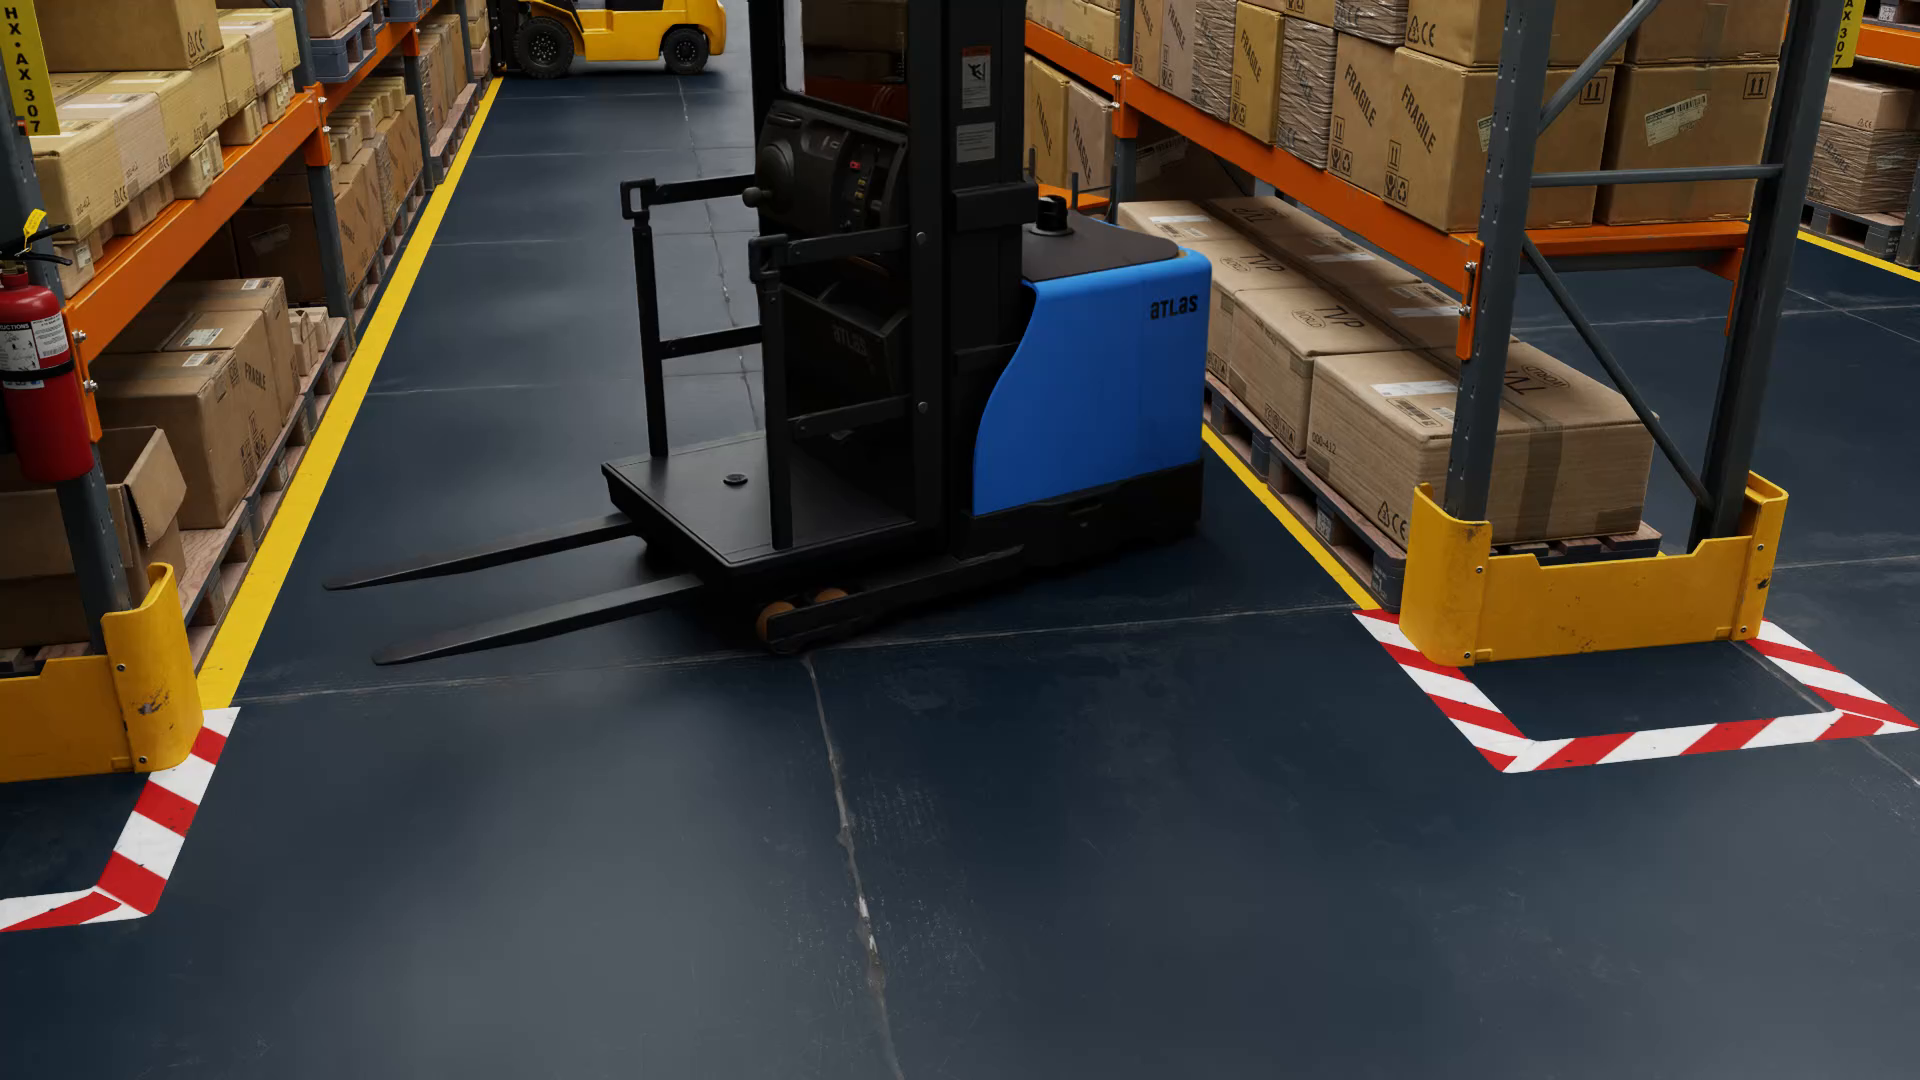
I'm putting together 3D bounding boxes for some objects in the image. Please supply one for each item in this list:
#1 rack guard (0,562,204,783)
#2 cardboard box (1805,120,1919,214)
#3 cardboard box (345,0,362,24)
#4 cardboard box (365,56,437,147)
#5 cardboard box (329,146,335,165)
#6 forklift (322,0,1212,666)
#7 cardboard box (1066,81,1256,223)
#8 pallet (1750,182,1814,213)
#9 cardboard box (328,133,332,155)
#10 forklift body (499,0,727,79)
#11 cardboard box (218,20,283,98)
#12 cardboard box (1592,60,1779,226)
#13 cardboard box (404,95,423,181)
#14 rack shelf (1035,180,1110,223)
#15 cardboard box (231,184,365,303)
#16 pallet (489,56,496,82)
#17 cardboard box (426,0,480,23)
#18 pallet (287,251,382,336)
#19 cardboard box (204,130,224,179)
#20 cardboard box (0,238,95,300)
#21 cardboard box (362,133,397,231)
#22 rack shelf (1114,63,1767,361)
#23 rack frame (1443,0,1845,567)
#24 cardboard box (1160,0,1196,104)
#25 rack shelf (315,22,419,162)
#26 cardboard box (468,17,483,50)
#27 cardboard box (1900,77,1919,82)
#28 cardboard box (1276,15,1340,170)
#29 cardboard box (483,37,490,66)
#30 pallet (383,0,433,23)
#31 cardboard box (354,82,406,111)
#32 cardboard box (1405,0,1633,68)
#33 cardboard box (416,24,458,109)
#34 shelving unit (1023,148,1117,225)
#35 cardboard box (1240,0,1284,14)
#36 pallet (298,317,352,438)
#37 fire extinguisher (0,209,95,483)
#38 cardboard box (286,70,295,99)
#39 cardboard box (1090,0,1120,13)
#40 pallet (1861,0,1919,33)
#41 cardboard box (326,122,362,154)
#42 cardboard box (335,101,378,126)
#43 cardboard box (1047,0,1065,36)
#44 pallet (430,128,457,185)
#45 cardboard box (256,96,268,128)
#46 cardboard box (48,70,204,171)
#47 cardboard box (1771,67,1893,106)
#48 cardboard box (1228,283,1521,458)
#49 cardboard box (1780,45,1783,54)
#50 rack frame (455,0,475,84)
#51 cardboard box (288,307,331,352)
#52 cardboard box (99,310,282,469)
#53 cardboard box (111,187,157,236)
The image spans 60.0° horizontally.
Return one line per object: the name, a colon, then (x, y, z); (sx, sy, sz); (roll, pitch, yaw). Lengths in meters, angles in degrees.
rack guard: (-2.830, 0.401, 4.707); (1.175, 0.500, 0.348); (-4, 24, -10)
cardboard box: (5.783, -2.382, 10.555); (0.500, 0.500, 0.500); (-5, 24, -11)
cardboard box: (-3.521, -2.937, 8.577); (0.700, 0.500, 0.500); (-4, 24, -9)
cardboard box: (-4.397, -3.212, 12.299); (0.875, 0.625, 0.625); (-4, 24, -8)
cardboard box: (-3.546, -1.996, 8.861); (0.380, 0.149, 0.250); (-6, 24, -12)
forklift: (-0.607, -1.213, 5.366); (3.031, 2.935, 1.130); (-14, 27, -29)
cardboard box: (1.129, -2.114, 9.471); (0.875, 0.875, 0.875); (-4, 24, -8)
pallet: (5.793, -2.572, 11.875); (1.003, 0.211, 1.213); (-4, 24, -10)
cardboard box: (-3.456, -2.028, 8.562); (0.380, 0.149, 0.250); (-5, 24, -12)
forklift body: (-3.631, -6.008, 17.319); (2.313, 2.155, 1.214); (-4, 24, -10)
cardboard box: (-3.114, -1.977, 6.845); (0.500, 0.250, 0.500); (-4, 24, -10)
cardboard box: (2.255, -1.339, 5.444); (0.500, 0.500, 0.500); (-4, 24, -10)
cardboard box: (-4.006, -2.758, 11.415); (0.500, 0.500, 0.500); (-4, 24, -8)
rack shelf: (0.381, -1.371, 6.907); (0.258, 0.148, 0.480); (-19, 30, -37)
cardboard box: (-3.424, -1.542, 8.631); (0.500, 0.500, 0.500); (-3, 24, -7)
pallet: (-5.370, -4.954, 17.328); (1.003, 0.211, 1.213); (-4, 24, -10)
cardboard box: (-4.816, -5.039, 15.701); (0.500, 0.250, 0.500); (-5, 24, -11)
pallet: (-3.743, -1.327, 9.025); (1.003, 0.211, 1.213); (-4, 24, -10)
cardboard box: (-2.865, -1.362, 5.934); (0.380, 0.149, 0.250); (-4, 24, -9)
cardboard box: (-2.607, -0.749, 4.531); (0.380, 0.149, 0.250); (-4, 24, -10)
cardboard box: (-3.710, -2.152, 10.027); (0.500, 0.500, 0.500); (-5, 24, -12)
rack shelf: (1.692, -1.540, 6.928); (1.077, 0.370, 4.000); (-4, 24, -10)
rack frame: (2.061, -1.083, 4.983); (1.000, 3.000, 0.127); (-4, 24, -10)
cardboard box: (1.240, -2.300, 7.645); (0.500, 0.500, 0.500); (-4, 24, -9)
rack shelf: (-3.925, -2.745, 9.686); (1.077, 0.370, 4.000); (-4, 24, -10)
cardboard box: (-4.821, -4.809, 15.800); (0.500, 0.250, 0.500); (-4, 24, -10)
cardboard box: (6.291, -2.764, 10.492); (0.500, 0.250, 0.500); (-5, 24, -12)
cardboard box: (1.529, -1.700, 6.269); (0.500, 0.500, 0.500); (-4, 24, -8)
cardboard box: (-4.908, -4.780, 16.359); (0.500, 0.250, 0.500); (-5, 24, -11)
pallet: (-4.101, -3.512, 10.783); (1.213, 0.211, 1.003); (-4, 24, -10)
cardboard box: (-3.874, -2.925, 10.987); (0.380, 0.149, 0.250); (-6, 24, -12)
cardboard box: (1.738, -1.759, 5.157); (0.500, 0.500, 0.500); (-4, 24, -8)
cardboard box: (-4.791, -4.029, 14.169); (0.875, 0.625, 0.625); (-5, 24, -10)
shelving unit: (0.381, -1.010, 7.065); (0.258, 1.200, 0.503); (-19, 30, -37)
cardboard box: (1.433, -2.356, 6.522); (0.500, 0.500, 0.500); (-4, 24, -10)
pallet: (-3.430, -0.740, 7.680); (1.003, 0.211, 1.213); (-4, 24, -10)
fire extinguisher: (-2.335, -0.485, 4.174); (0.296, 0.674, 0.183); (-4, 24, -10)
cardboard box: (-3.248, -2.066, 7.547); (0.380, 0.149, 0.250); (-4, 24, -9)
cardboard box: (1.001, -2.973, 8.871); (0.500, 0.250, 0.500); (-4, 24, -10)
pallet: (6.169, -3.286, 10.267); (1.003, 0.211, 1.213); (-4, 24, -10)
cardboard box: (-3.663, -2.302, 9.561); (0.380, 0.149, 0.250); (-3, 24, -8)
cardboard box: (-3.818, -2.613, 10.273); (0.380, 0.149, 0.250); (-5, 24, -11)
cardboard box: (0.823, -3.146, 9.893); (0.500, 0.250, 0.500); (-5, 24, -11)
pallet: (-4.409, -2.910, 12.649); (1.003, 0.211, 1.213); (-4, 24, -10)
cardboard box: (-3.085, -1.760, 6.845); (0.380, 0.149, 0.250); (-4, 24, -8)
cardboard box: (-2.825, -1.378, 5.473); (0.500, 0.250, 0.500); (-5, 24, -11)
cardboard box: (5.700, -2.931, 10.874); (0.500, 0.250, 0.500); (-3, 24, -7)
cardboard box: (1.664, -0.713, 6.812); (0.875, 0.438, 0.875); (-4, 24, -8)
cardboard box: (5.995, -3.378, 11.899); (0.500, 0.250, 0.500); (-4, 24, -9)
rack frame: (-5.035, -5.435, 14.946); (1.000, 3.000, 0.127); (-4, 24, -10)
cardboard box: (-3.164, -0.977, 7.775); (0.380, 0.149, 0.250); (-5, 24, -11)
cardboard box: (-2.955, -0.564, 6.391); (0.500, 0.500, 0.500); (-4, 24, -9)
cardboard box: (-2.769, -1.050, 5.221); (0.380, 0.149, 0.250); (-4, 24, -8)
